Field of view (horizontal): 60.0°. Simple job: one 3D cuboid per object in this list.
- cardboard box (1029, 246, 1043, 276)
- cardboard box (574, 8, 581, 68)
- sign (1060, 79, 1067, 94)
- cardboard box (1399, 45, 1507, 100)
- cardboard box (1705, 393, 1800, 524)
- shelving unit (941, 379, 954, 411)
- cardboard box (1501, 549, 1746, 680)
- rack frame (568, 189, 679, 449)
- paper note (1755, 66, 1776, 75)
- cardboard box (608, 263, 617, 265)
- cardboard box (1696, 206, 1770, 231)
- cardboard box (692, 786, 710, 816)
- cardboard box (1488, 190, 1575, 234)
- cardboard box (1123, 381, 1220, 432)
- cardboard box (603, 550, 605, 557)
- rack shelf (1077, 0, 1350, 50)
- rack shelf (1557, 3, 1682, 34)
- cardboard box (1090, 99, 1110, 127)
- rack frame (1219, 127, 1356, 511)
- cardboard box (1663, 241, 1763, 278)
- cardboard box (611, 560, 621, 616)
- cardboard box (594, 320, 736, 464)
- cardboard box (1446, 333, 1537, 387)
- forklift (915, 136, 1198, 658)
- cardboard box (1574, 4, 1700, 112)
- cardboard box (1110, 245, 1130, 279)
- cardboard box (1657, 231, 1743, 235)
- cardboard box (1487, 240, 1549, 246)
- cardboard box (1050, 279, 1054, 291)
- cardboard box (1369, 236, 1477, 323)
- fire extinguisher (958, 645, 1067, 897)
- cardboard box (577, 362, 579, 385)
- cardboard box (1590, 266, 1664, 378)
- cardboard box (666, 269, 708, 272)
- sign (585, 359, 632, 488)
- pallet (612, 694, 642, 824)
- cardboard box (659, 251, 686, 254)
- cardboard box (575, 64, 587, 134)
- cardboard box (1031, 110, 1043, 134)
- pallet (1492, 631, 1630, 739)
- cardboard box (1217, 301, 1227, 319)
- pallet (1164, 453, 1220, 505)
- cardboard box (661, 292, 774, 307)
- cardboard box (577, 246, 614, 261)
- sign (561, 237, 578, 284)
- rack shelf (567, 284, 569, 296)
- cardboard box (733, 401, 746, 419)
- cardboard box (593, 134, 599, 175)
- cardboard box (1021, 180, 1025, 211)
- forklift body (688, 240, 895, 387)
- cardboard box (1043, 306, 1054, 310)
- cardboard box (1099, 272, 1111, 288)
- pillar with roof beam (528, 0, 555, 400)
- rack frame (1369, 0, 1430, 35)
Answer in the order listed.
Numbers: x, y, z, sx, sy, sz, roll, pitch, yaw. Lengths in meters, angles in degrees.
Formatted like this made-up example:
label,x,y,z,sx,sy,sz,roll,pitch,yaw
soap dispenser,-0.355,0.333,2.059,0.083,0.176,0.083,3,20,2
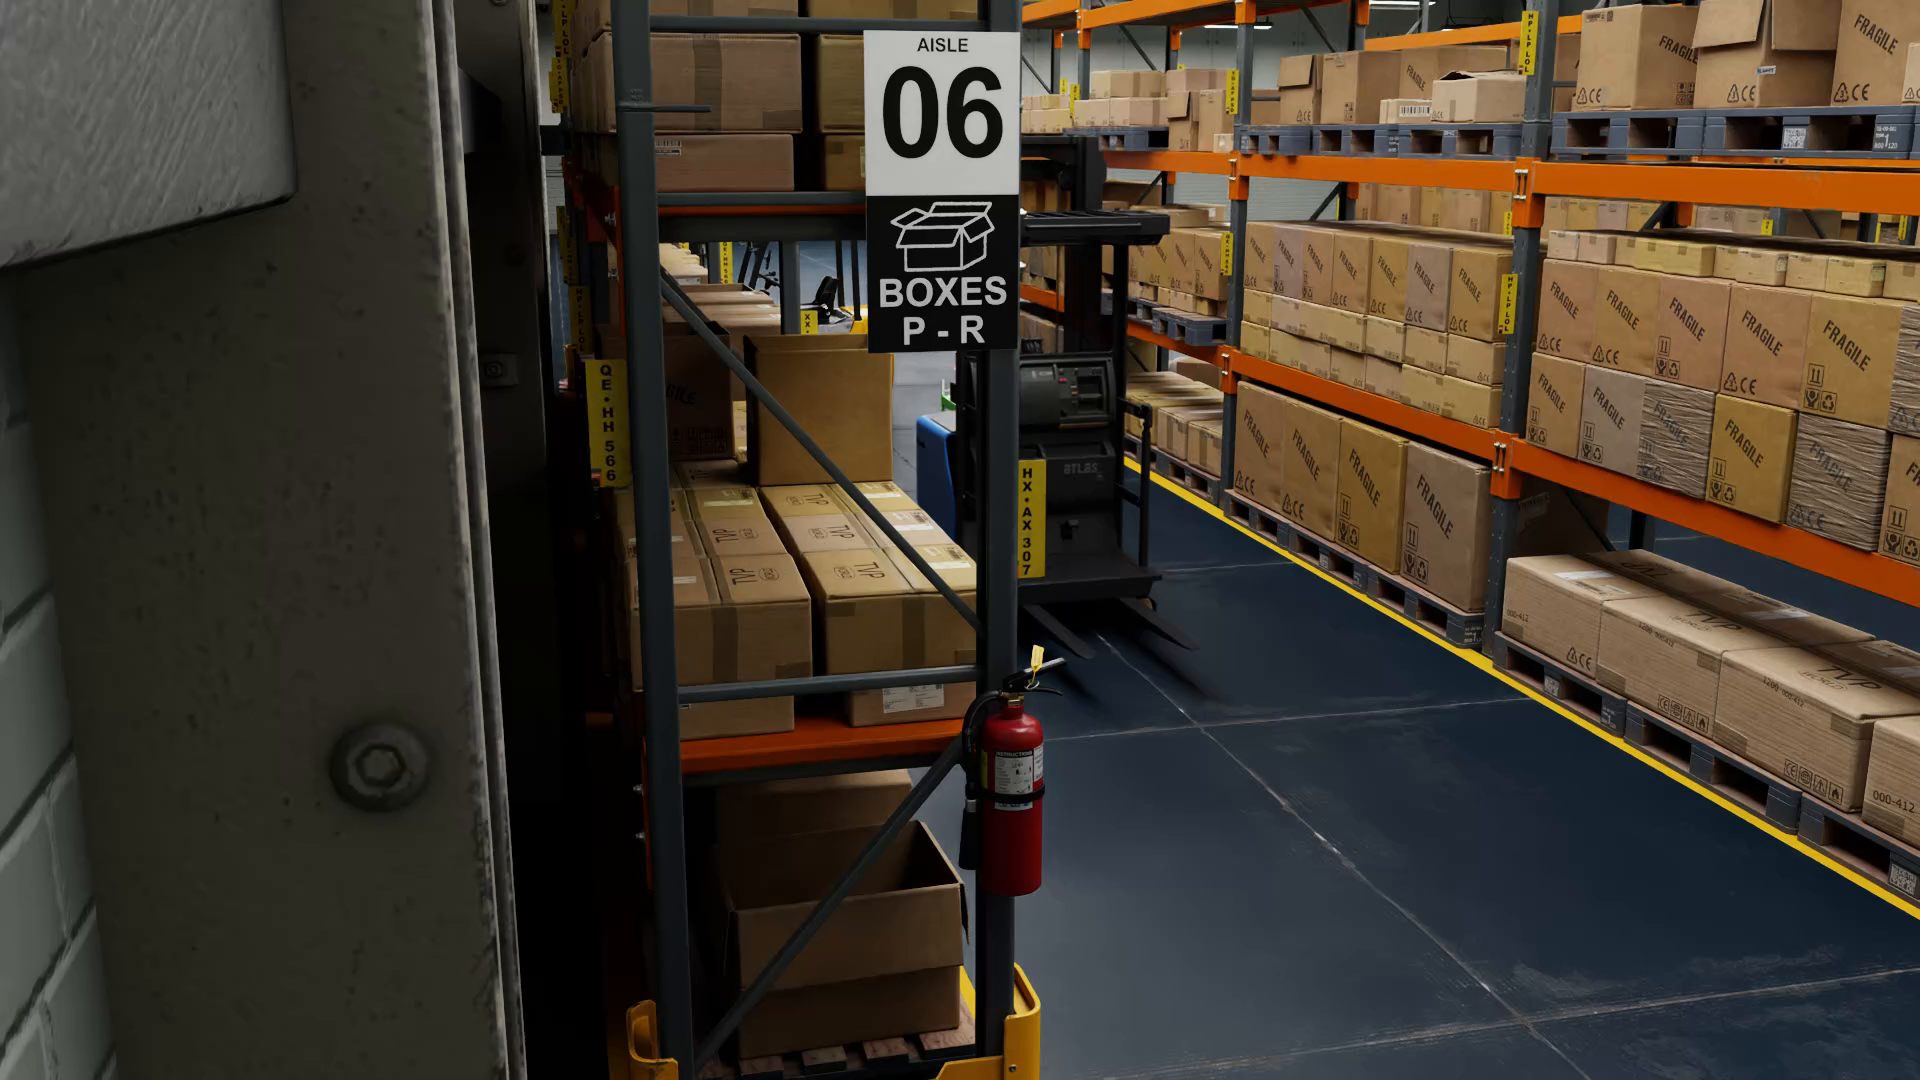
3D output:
label,x,y,z,sx,sy,sz,roll,pitch,yaw
cardboard box,1.062,-3.170,18.244,0.500,0.500,0.500,-3,14,-12
cardboard box,-1.307,-2.050,6.814,0.500,0.250,0.500,-4,14,-15
sign,1.266,-5.487,20.378,0.100,0.325,0.005,-3,14,-13
cardboard box,3.297,-3.047,11.162,0.500,0.500,0.500,-3,14,-13
cardboard box,3.742,-0.380,7.452,0.500,0.500,0.500,-3,14,-12
shelving unit,0.039,-0.545,12.128,0.258,1.200,0.503,-3,14,-13
cardboard box,3.583,0.387,9.038,0.875,0.438,0.875,-3,14,-14
rack frame,-3.163,-2.373,15.819,1.000,3.000,0.127,-3,14,-13
paper note,3.421,-1.997,7.068,0.006,0.032,0.123,-3,14,-13
cardboard box,-2.779,-2.112,13.174,0.380,0.149,0.250,-3,14,-14
cardboard box,7.173,-2.782,15.175,0.700,0.500,0.500,-3,14,-14
cardboard box,-0.803,0.821,7.130,0.700,0.500,0.500,-4,14,-15
cardboard box,6.396,-3.634,18.390,0.875,0.550,0.550,-3,14,-13
cardboard box,1.959,-1.291,16.044,0.950,0.372,0.625,-2,14,-10
cardboard box,-1.783,-0.017,9.191,0.380,0.149,0.250,-3,14,-13
rack shelf,2.131,-4.559,14.487,1.077,0.370,4.000,-3,14,-13
rack shelf,6.919,-4.859,15.712,1.077,0.370,4.000,-3,14,-13
cardboard box,1.529,-3.964,15.445,0.500,0.250,0.500,-3,14,-14
rack frame,2.601,-1.728,13.178,1.000,3.000,0.127,-3,14,-13
cardboard box,3.572,-1.328,7.860,0.380,0.149,0.250,-4,14,-15
cardboard box,-1.055,0.162,5.973,0.380,0.149,0.250,-3,14,-13
cardboard box,-1.193,-0.605,6.691,0.500,0.500,0.500,-4,14,-15
cardboard box,3.200,-1.063,9.720,0.500,0.250,0.500,-3,14,-13
forklift,0.569,-0.949,10.136,1.130,2.935,3.031,-4,14,-15
cardboard box,3.474,-2.416,8.368,0.500,0.500,0.500,-3,14,-12
cardboard box,1.714,-2.693,15.407,0.500,0.500,0.500,-3,14,-14
cardboard box,3.878,-1.534,8.701,0.380,0.149,0.250,-3,14,-12
cardboard box,3.570,-1.572,10.225,0.500,0.500,0.500,-3,14,-14
cardboard box,1.194,-2.765,17.955,0.380,0.149,0.250,-3,14,-14
cardboard box,2.963,-1.665,10.605,0.500,0.500,0.500,-3,14,-11
fire extinguisher,0.140,0.622,4.508,0.296,0.674,0.183,-3,14,-13
cardboard box,-4.085,-1.922,18.881,0.500,0.250,0.500,-3,14,-13
cardboard box,3.529,-1.099,8.287,0.500,0.500,0.500,-3,14,-14
cardboard box,-2.076,-1.965,12.573,0.380,0.149,0.250,-3,14,-12
sign,-0.888,-0.294,4.205,0.100,0.325,0.005,-3,14,-13
pallet,-1.123,0.986,7.947,1.003,0.211,1.213,-3,14,-13
cardboard box,-2.591,-2.435,14.496,0.380,0.149,0.250,-4,14,-15
cardboard box,-1.210,-1.691,6.398,0.500,0.250,0.500,-4,14,-14
cardboard box,1.071,-4.501,17.898,0.500,0.250,0.500,-4,14,-14
pallet,3.643,0.730,8.996,1.003,0.211,1.213,-3,14,-13
cardboard box,2.295,-1.872,13.414,0.380,0.149,0.250,-3,14,-11
pallet,2.419,-0.553,14.247,1.003,0.211,1.213,-3,14,-13
cardboard box,-1.486,-1.204,9.941,0.700,0.500,0.500,-3,14,-13
cardboard box,-3.277,-2.579,15.084,0.380,0.149,0.250,-4,14,-15
sign,-2.762,-1.981,11.775,0.100,0.325,0.005,-3,14,-13
rack shelf,-3.632,-2.485,17.793,1.077,0.370,4.000,-3,14,-13
cardboard box,-0.927,-0.495,7.822,0.500,0.250,0.500,-3,14,-12
cardboard box,-1.201,-1.474,6.348,0.380,0.149,0.250,-3,14,-12
cardboard box,1.054,-4.146,20.133,0.700,0.500,0.500,-4,14,-15
forklift body,-1.883,-2.547,18.322,2.313,2.155,1.214,-3,14,-13
cardboard box,1.289,-2.515,19.730,0.500,0.500,0.500,-3,14,-11
cardboard box,1.534,-2.529,16.103,0.380,0.149,0.250,-3,14,-12
pillar with roof beam,-0.630,-6.239,19.003,9.100,9.000,0.400,-3,14,-13
rack frame,5.510,-6.787,21.245,1.000,3.000,0.127,-3,14,-13
